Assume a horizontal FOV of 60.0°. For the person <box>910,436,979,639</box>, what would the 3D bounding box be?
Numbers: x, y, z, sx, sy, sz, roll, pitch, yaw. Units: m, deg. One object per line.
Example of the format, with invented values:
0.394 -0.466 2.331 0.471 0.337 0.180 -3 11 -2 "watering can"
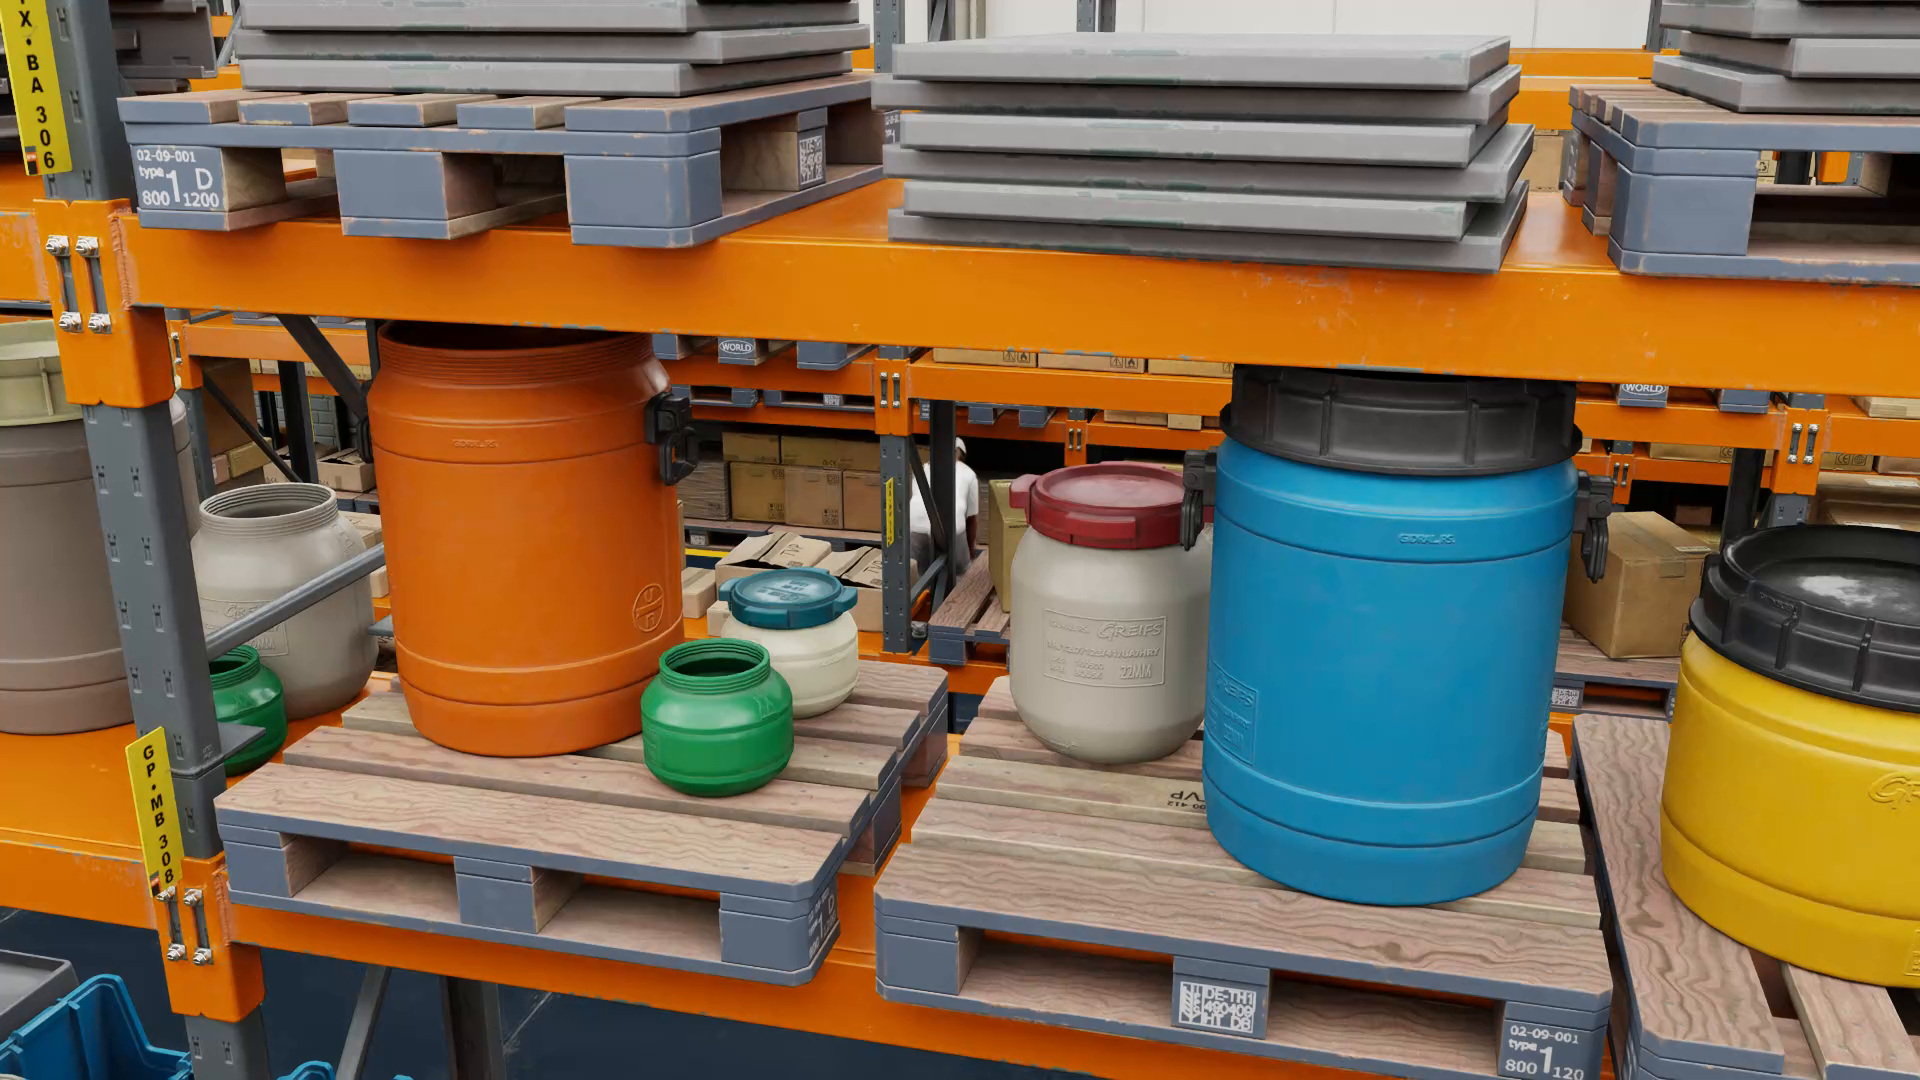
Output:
-0.125 -0.020 12.202 0.490 1.376 0.898 4 19 12 "person"
